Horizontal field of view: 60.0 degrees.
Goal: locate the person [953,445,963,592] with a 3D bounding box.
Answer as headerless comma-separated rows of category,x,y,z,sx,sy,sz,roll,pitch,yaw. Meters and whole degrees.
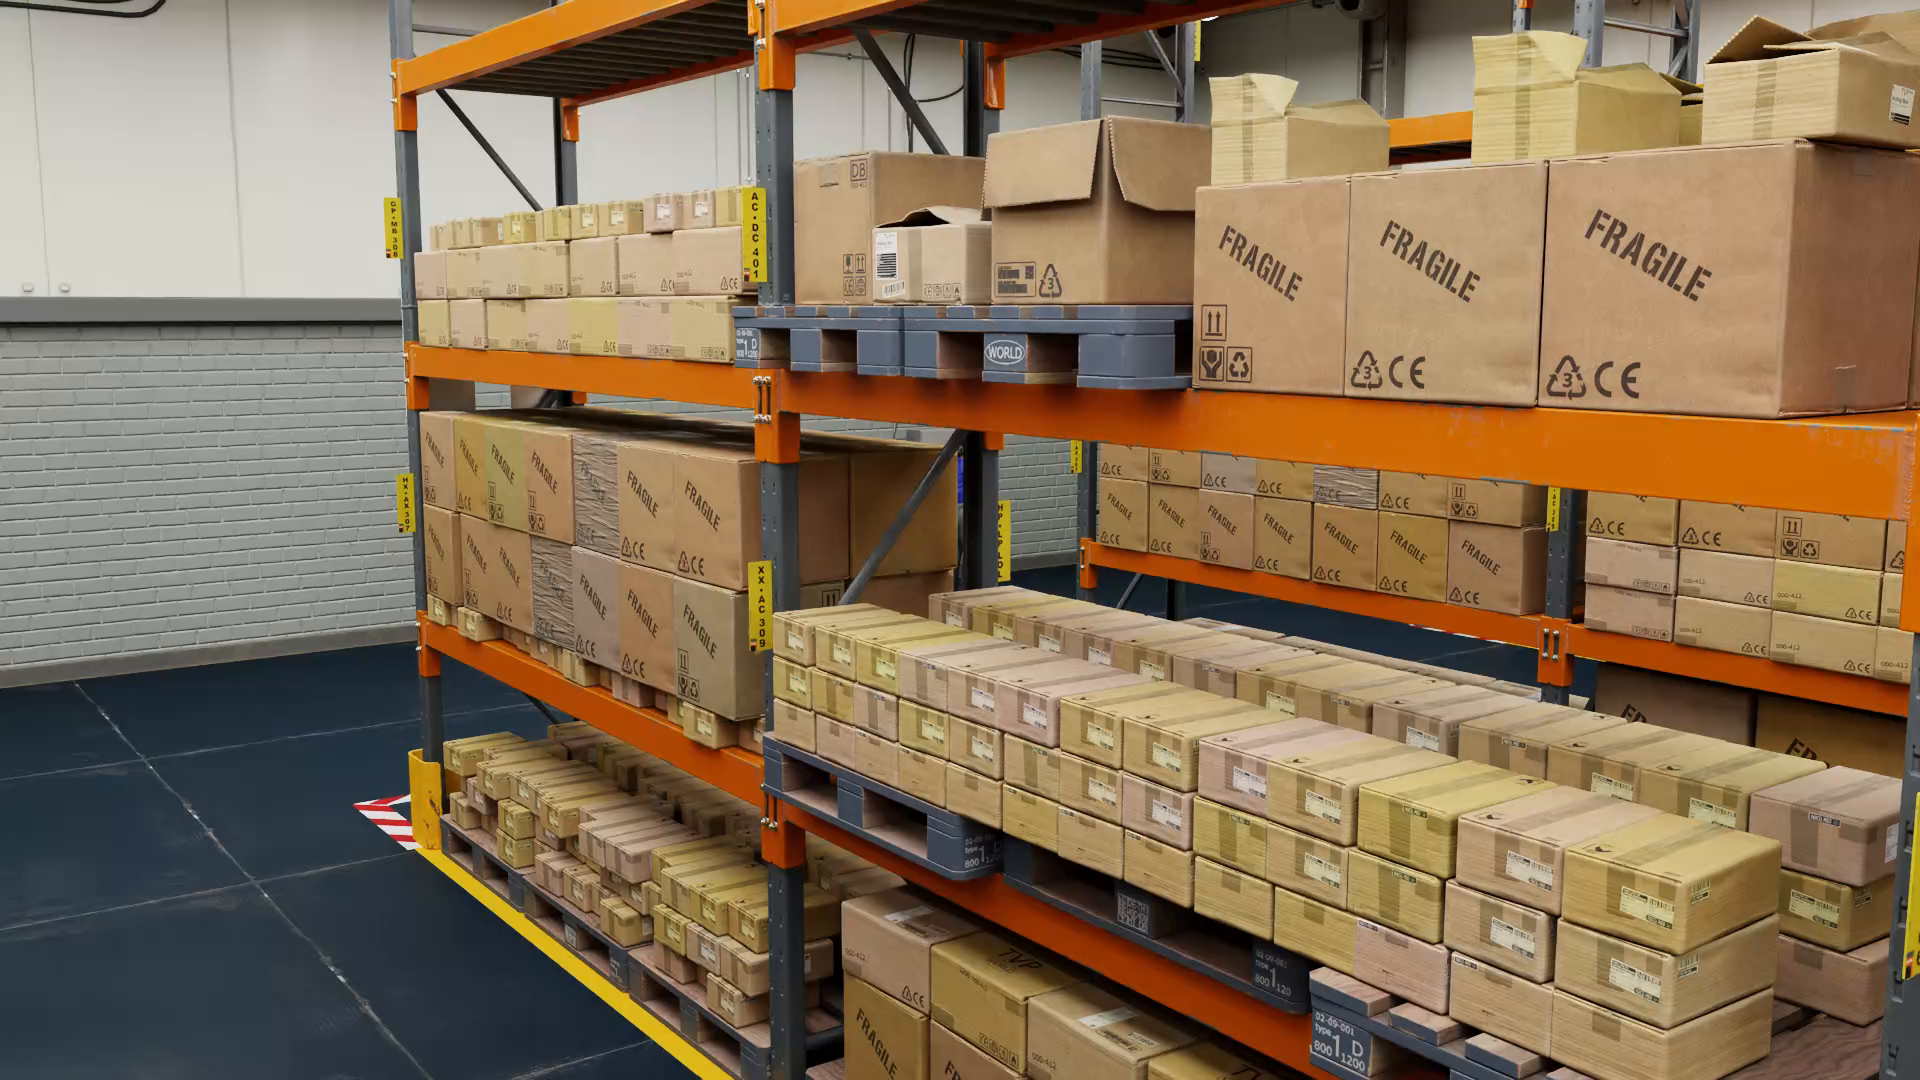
person,0.022,-0.231,17.497,0.351,1.654,0.527,-7,10,-39
